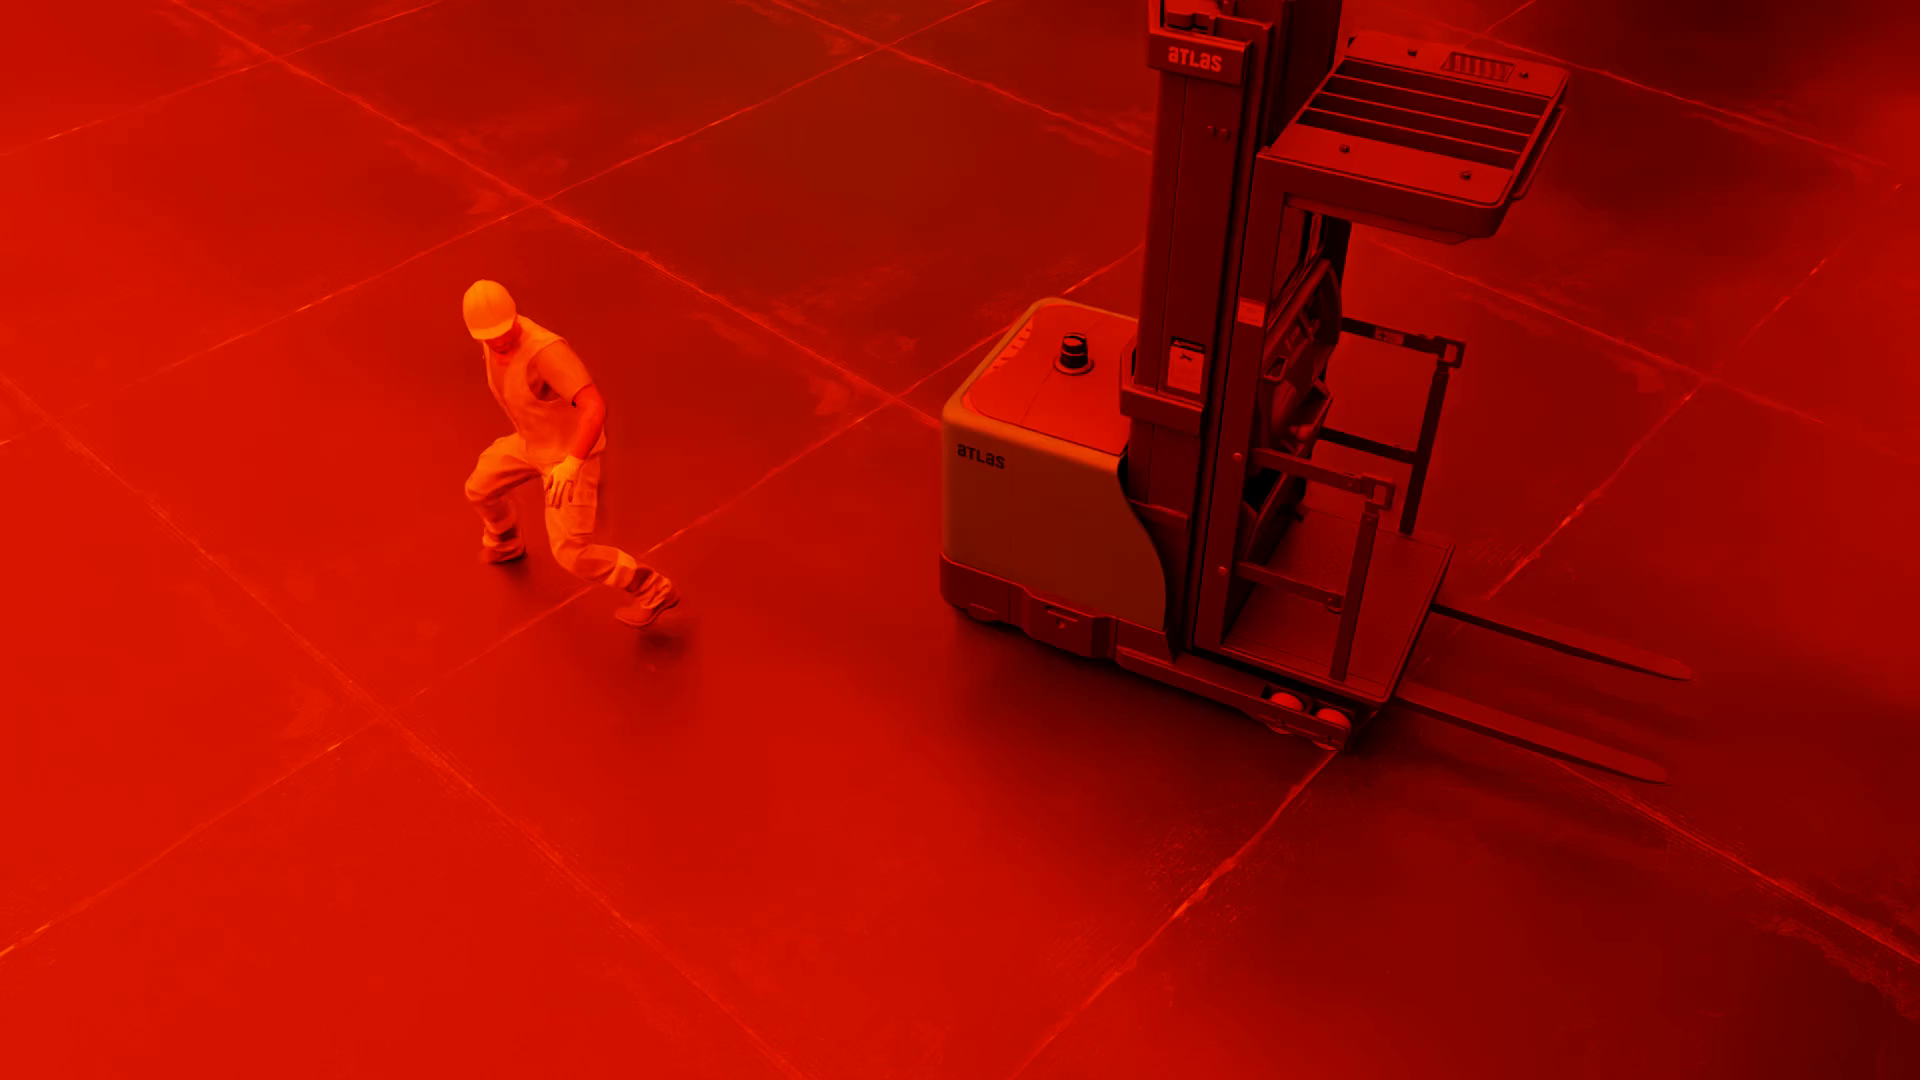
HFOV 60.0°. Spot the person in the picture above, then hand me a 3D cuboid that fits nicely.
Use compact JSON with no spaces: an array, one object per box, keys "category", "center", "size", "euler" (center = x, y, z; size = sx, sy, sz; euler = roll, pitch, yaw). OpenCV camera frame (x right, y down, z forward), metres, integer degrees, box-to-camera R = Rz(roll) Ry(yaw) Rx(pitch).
[{"category":"person","center":[-1.781,-0.402,6.961],"size":[0.560,1.684,1.200],"euler":[-29,48,-29]}]

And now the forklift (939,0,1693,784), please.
[{"category":"forklift","center":[1.461,-0.667,6.205],"size":[3.031,2.935,1.130],"euler":[18,44,20]}]
